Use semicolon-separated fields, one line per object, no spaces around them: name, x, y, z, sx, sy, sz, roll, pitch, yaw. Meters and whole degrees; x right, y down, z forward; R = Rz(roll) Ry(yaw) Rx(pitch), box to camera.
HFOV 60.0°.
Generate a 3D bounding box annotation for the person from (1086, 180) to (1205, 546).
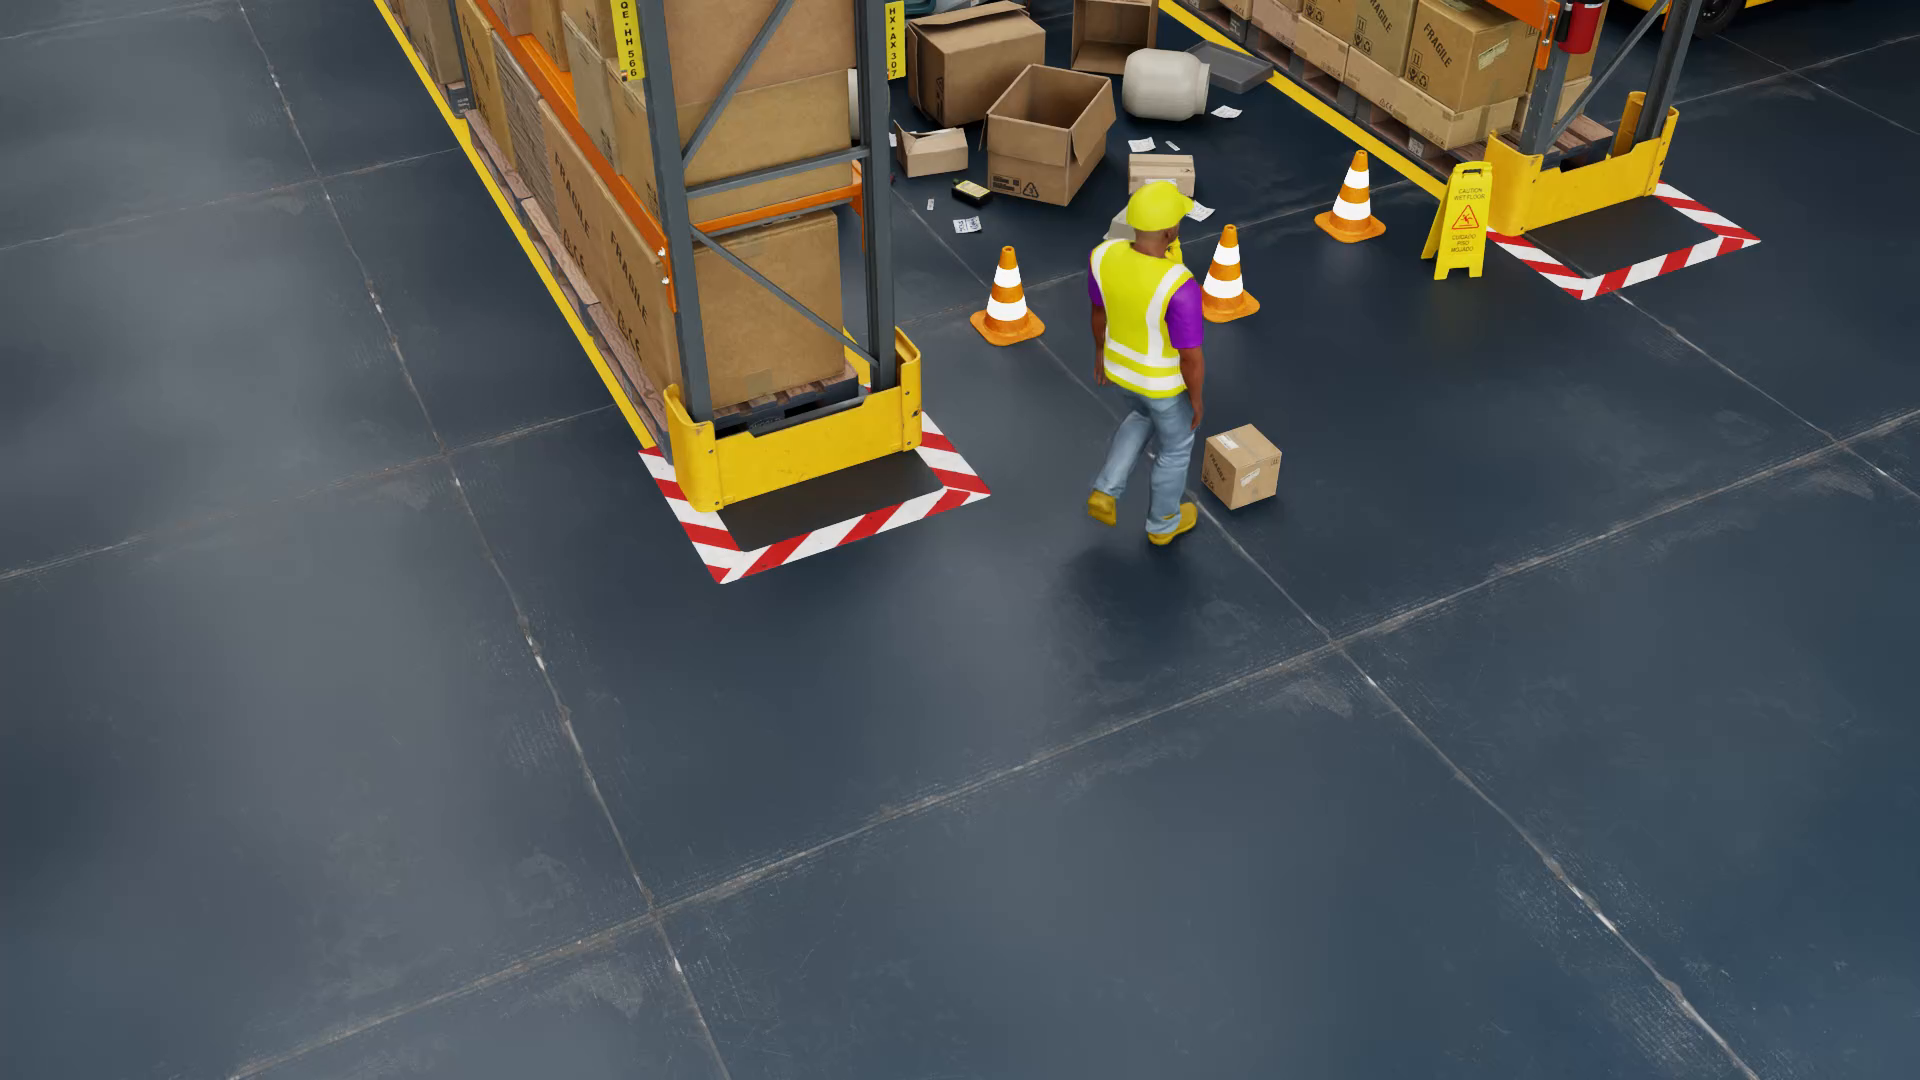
person;0.807;-0.713;6.936;0.544;1.752;0.589;-32;50;-32
